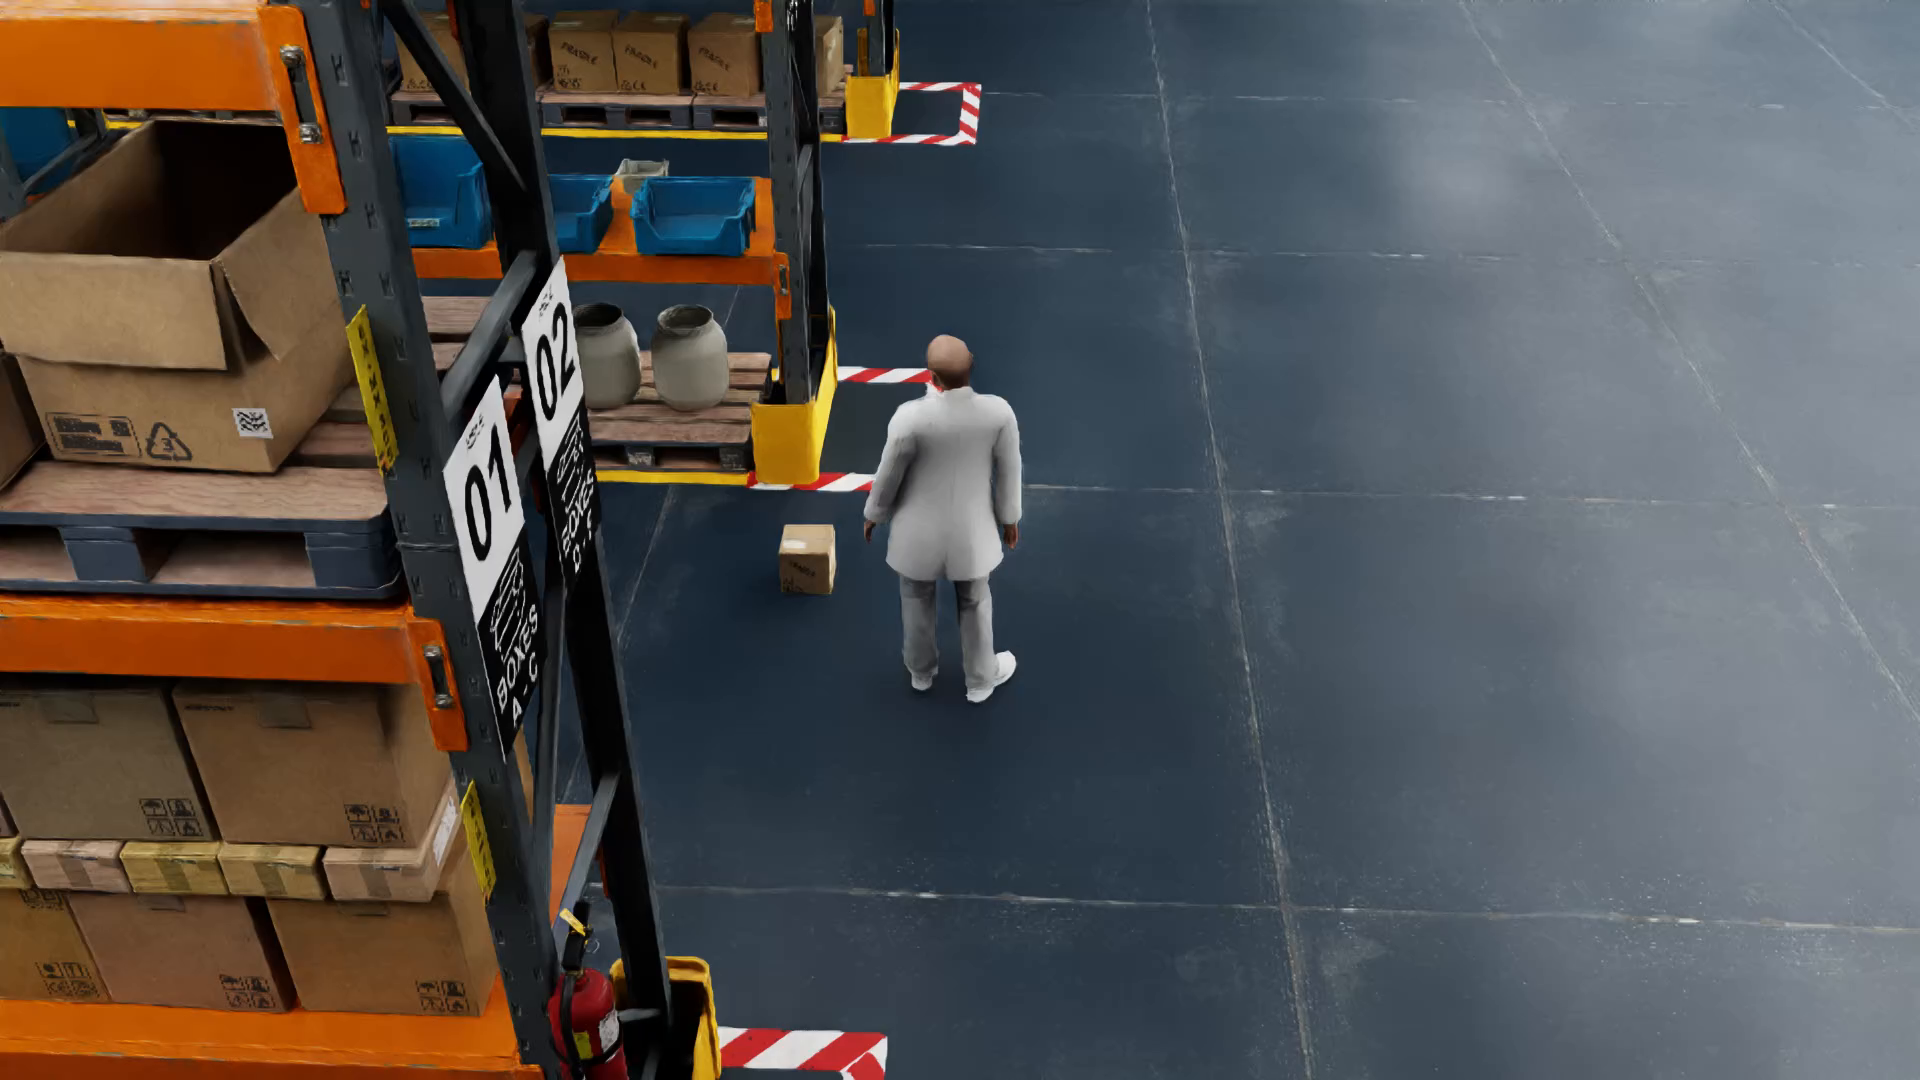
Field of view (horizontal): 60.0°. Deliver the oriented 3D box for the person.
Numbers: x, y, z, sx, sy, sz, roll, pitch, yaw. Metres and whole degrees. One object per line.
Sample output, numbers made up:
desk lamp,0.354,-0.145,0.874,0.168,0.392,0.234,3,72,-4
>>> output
person,-0.076,-0.104,7.236,0.689,1.786,0.506,-7,36,-10
